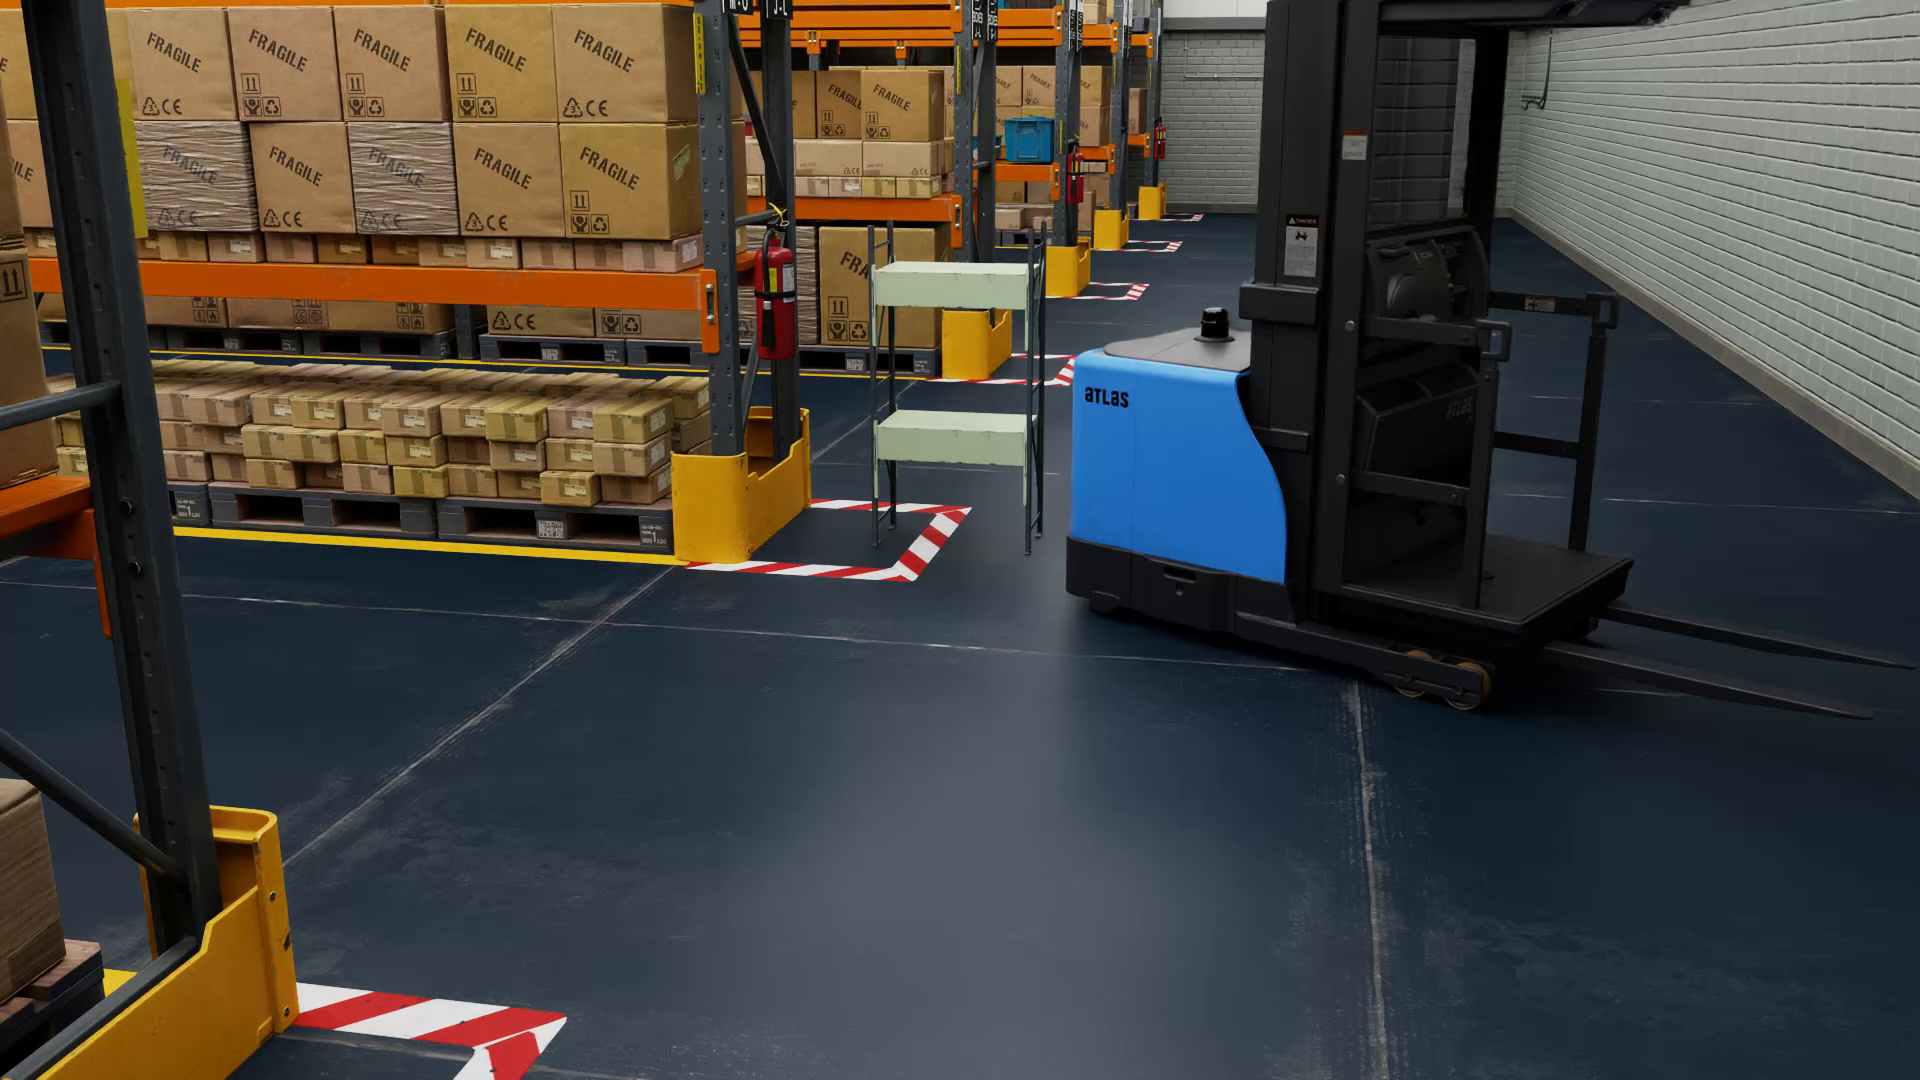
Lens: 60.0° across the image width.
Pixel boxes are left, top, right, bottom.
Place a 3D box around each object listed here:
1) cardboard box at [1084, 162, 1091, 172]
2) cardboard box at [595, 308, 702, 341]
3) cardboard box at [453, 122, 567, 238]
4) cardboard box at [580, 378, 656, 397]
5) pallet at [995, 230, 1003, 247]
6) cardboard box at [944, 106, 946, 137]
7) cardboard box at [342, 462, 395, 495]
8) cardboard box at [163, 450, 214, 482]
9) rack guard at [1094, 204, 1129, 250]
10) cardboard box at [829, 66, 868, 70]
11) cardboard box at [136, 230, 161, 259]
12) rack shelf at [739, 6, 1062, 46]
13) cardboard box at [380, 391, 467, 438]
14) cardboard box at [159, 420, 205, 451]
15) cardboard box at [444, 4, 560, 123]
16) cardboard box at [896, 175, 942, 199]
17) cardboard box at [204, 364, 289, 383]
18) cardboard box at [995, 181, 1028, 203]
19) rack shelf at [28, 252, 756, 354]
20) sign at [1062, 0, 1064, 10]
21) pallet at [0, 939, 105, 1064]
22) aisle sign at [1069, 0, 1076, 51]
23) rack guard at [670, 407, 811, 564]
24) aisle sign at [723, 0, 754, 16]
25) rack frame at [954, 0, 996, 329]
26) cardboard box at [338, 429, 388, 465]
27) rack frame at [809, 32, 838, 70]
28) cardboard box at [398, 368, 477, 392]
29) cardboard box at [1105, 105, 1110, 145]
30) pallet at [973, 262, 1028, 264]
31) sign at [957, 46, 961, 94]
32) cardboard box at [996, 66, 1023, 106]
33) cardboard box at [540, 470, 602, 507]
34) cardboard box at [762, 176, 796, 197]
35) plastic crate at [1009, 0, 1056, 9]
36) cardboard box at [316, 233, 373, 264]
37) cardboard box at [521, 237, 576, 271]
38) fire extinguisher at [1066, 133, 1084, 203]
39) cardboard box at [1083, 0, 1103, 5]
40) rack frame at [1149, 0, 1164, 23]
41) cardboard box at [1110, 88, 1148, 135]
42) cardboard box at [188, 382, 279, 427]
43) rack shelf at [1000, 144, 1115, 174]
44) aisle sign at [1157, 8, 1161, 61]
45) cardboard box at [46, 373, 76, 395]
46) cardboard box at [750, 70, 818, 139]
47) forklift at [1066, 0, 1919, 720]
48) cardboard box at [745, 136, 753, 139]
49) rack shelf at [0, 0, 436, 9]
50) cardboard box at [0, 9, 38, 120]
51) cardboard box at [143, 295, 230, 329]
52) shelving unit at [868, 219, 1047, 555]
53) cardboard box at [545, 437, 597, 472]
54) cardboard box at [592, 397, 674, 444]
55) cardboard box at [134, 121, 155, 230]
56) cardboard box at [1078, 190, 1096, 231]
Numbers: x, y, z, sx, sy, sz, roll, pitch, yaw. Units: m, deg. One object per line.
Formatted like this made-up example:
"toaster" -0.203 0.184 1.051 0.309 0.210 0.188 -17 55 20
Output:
"cardboard box" 1.958 -5.964 26.584 0.250 0.149 0.380 4 16 13
"cardboard box" -2.291 -2.070 13.039 0.875 0.875 0.875 3 16 11
"cardboard box" -1.967 -1.667 7.647 0.500 0.500 0.500 3 16 10
"cardboard box" -1.712 -0.706 8.359 0.250 0.149 0.380 3 16 12
"pallet" 0.046 -4.142 22.548 1.213 0.211 1.003 3 16 11
"cardboard box" -0.389 -5.483 21.979 0.500 0.500 0.500 3 16 11
"cardboard box" -2.814 -0.343 8.164 0.250 0.149 0.380 3 16 12
"cardboard box" -3.825 -0.414 8.422 0.250 0.149 0.380 3 16 10
"rack guard" 2.019 -4.173 22.121 0.348 0.500 1.175 3 16 11
"cardboard box" -1.421 -6.018 22.038 0.500 0.500 0.500 4 16 13
"cardboard box" -3.874 -1.471 8.153 0.250 0.149 0.380 2 16 9
"rack shelf" -0.857 -5.283 17.175 4.000 0.370 1.077 3 16 11
"cardboard box" -2.570 -0.606 8.002 0.250 0.149 0.380 4 16 13
"cardboard box" -3.824 -0.563 8.404 0.250 0.149 0.380 2 16 8
"cardboard box" -1.966 -2.150 7.517 0.500 0.500 0.500 3 16 9
"cardboard box" -0.299 -2.594 12.209 0.250 0.149 0.380 3 16 12
"cardboard box" -3.749 -0.819 8.768 0.250 0.149 0.380 4 16 13
"cardboard box" 0.864 -5.758 27.057 0.500 0.500 0.700 3 16 12
"rack shelf" -2.932 -1.250 8.234 4.000 0.370 1.077 3 16 11
"sign" 1.009 -5.329 16.187 0.005 0.325 0.100 3 16 11
"pallet" -2.658 1.132 3.511 1.213 0.211 1.003 3 16 11
"aisle sign" 1.115 -5.251 16.458 0.004 0.787 0.394 3 16 11
"rack guard" -1.046 -0.290 8.102 0.348 0.500 1.175 3 16 11
"aisle sign" -0.960 -2.661 7.109 0.004 0.787 0.394 3 16 11
"rack frame" 0.116 -2.783 12.418 0.127 3.000 1.000 3 16 11
"cardboard box" -2.813 -0.486 8.122 0.250 0.149 0.380 4 16 14
"rack frame" -1.826 -5.587 22.541 0.127 3.000 1.000 3 16 11
"cardboard box" -2.711 -0.787 8.654 0.250 0.149 0.380 3 16 12
"cardboard box" 1.711 -5.515 22.094 0.500 0.500 0.500 3 16 12
"pallet" 0.302 -2.788 17.663 1.213 0.211 1.003 3 16 11
"sign" -0.006 -3.313 11.722 0.005 0.325 0.100 3 16 11
"cardboard box" 0.598 -5.909 21.643 0.500 0.500 0.500 4 16 13
"cardboard box" -1.801 -0.280 7.936 0.250 0.149 0.380 4 16 13
"cardboard box" -1.300 -2.648 12.404 0.250 0.149 0.380 3 16 10
"plastic crate" 0.781 -5.554 17.050 0.590 0.269 0.497 3 16 11
"cardboard box" -2.855 -1.414 7.949 0.250 0.149 0.380 3 16 12
"cardboard box" -1.832 -1.345 7.700 0.250 0.149 0.380 3 16 11
"fire extinguisher" 1.160 -3.734 16.698 0.183 0.674 0.296 3 16 11
"cardboard box" 1.539 -6.949 21.184 0.500 0.250 0.500 3 16 11
"rack frame" 3.077 -9.561 25.651 0.127 3.000 1.000 3 16 11
"cardboard box" 2.575 -6.839 26.500 0.700 0.700 0.980 4 16 14
"cardboard box" -3.586 -0.672 8.239 0.250 0.149 0.380 3 16 12
"rack shelf" 0.134 -5.134 22.253 4.000 0.370 1.077 3 16 11
"aisle sign" 3.088 -7.840 25.808 0.004 0.787 0.394 3 16 11
"cardboard box" -4.595 -0.746 8.505 0.250 0.149 0.380 4 16 13
"cardboard box" -1.300 -3.364 12.835 0.500 0.500 0.500 3 16 10
"forklift" 1.891 -0.943 6.026 3.031 2.867 1.129 13 20 39
"cardboard box" -1.816 -3.030 13.034 0.500 0.250 0.500 3 16 10
"rack shelf" -5.764 -4.201 13.266 4.000 0.370 1.077 3 16 11
"cardboard box" -4.498 -2.289 8.018 0.500 0.500 0.500 3 16 12
"cardboard box" -6.180 -2.295 13.851 0.875 0.875 1.225 3 16 11
"shelving unit" -0.007 -0.723 7.793 0.755 1.500 0.431 3 16 11
"cardboard box" -1.791 -0.444 7.971 0.250 0.149 0.380 3 16 10
"cardboard box" -1.541 -0.567 7.861 0.250 0.149 0.380 3 16 12
"cardboard box" -3.970 -1.778 8.047 0.500 0.500 0.500 3 16 11
"cardboard box" 1.512 -4.346 21.920 0.500 0.500 0.500 3 16 11
